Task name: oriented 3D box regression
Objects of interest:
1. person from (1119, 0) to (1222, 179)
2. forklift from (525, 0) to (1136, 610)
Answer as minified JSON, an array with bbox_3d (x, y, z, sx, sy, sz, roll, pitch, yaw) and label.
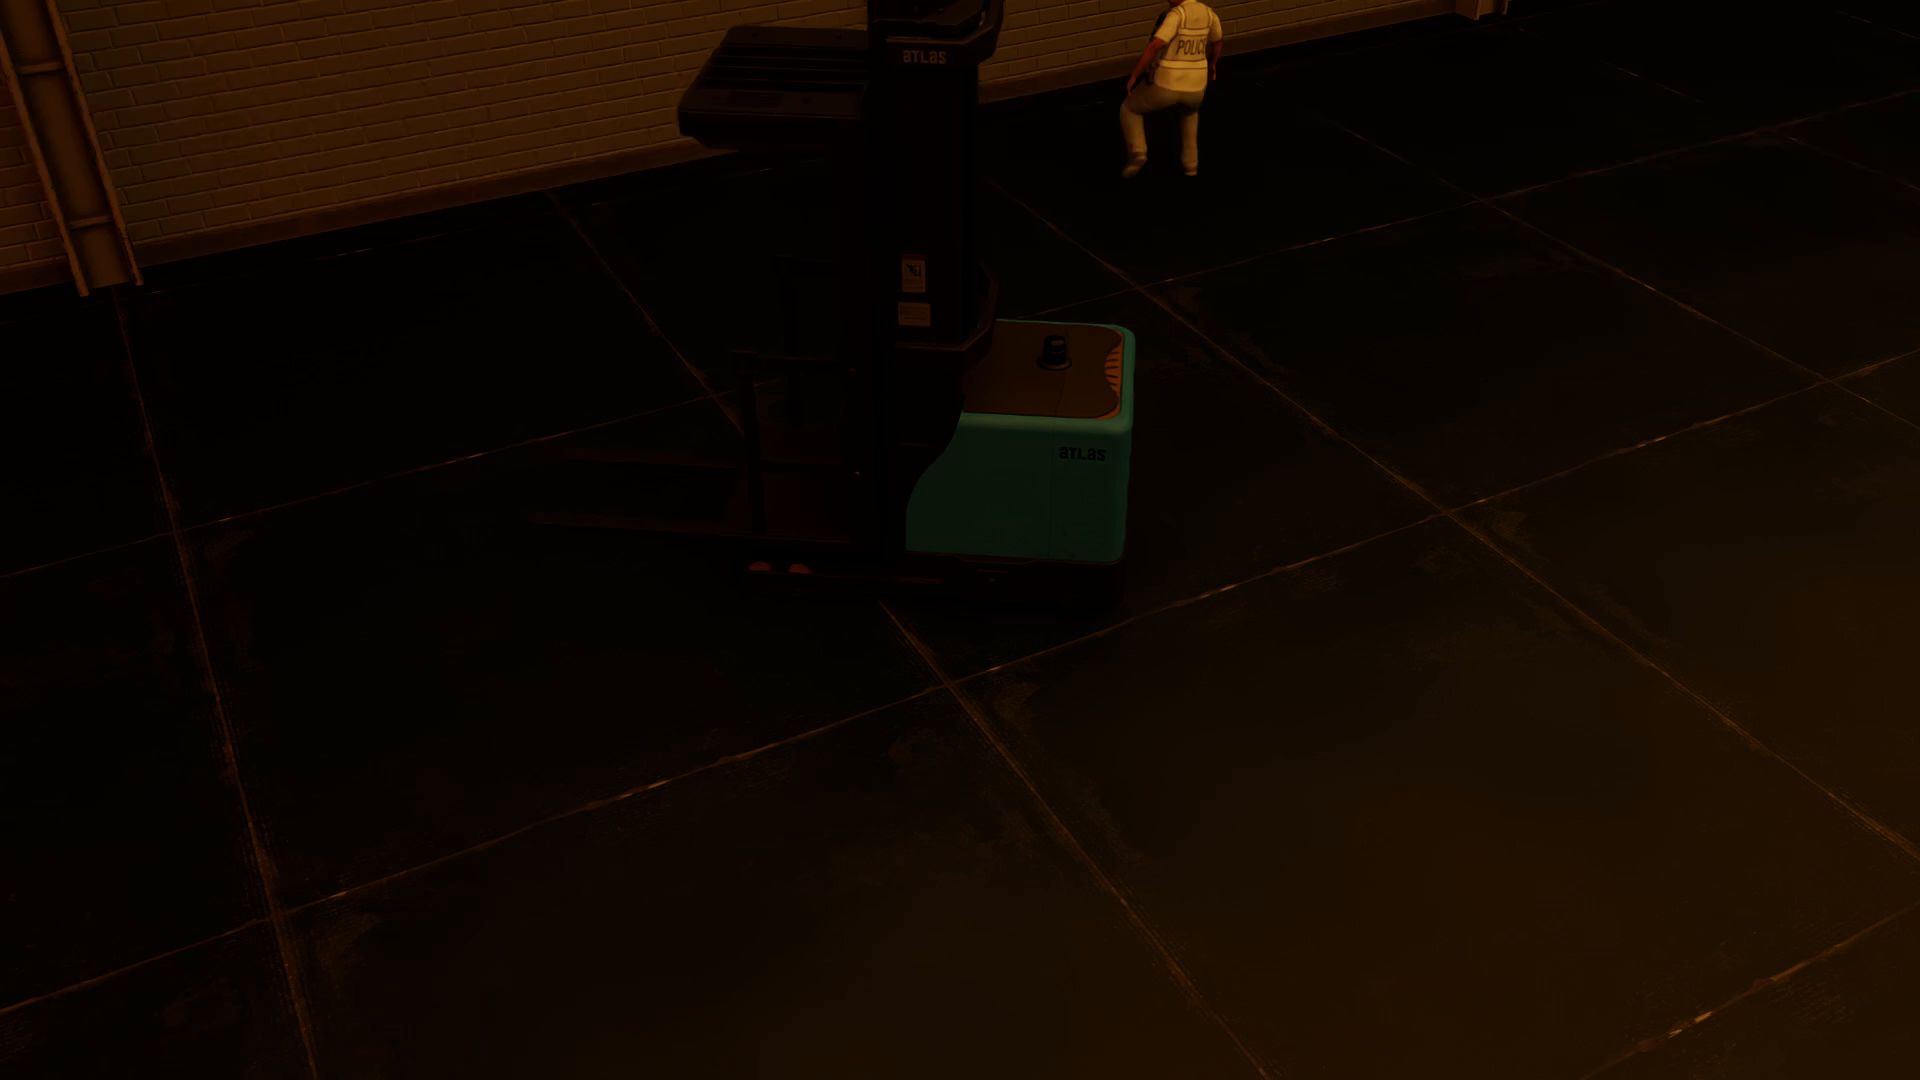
[{"bbox_3d":[1.553,-3.361,12.110,0.871,1.554,0.527,-12,37,-16],"label":"person"},{"bbox_3d":[-0.661,-1.211,7.836,3.031,2.935,1.130,3,35,5],"label":"forklift"}]
